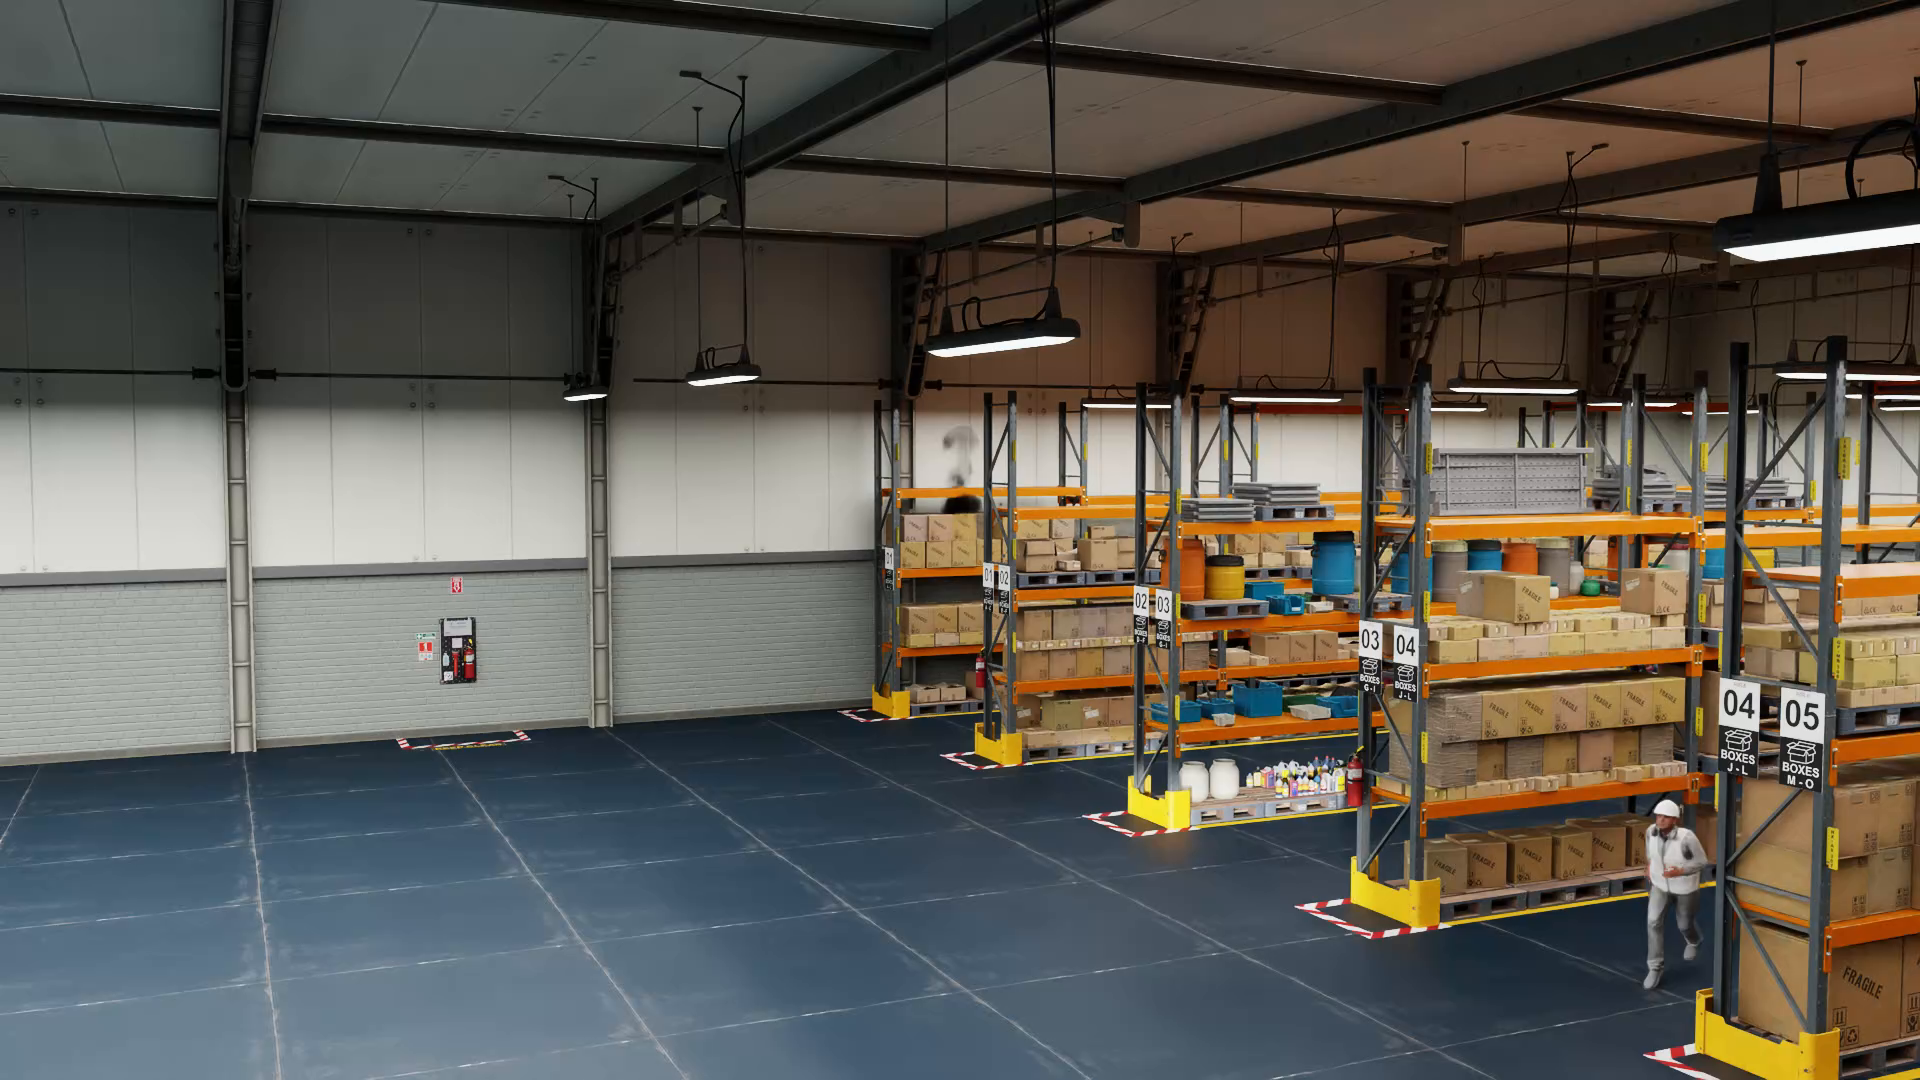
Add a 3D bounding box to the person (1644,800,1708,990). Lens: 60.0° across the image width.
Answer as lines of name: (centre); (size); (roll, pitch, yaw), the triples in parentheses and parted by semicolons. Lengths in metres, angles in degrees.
person: (6.907, 3.360, 16.044); (0.661, 1.778, 1.083); (3, 5, 43)
